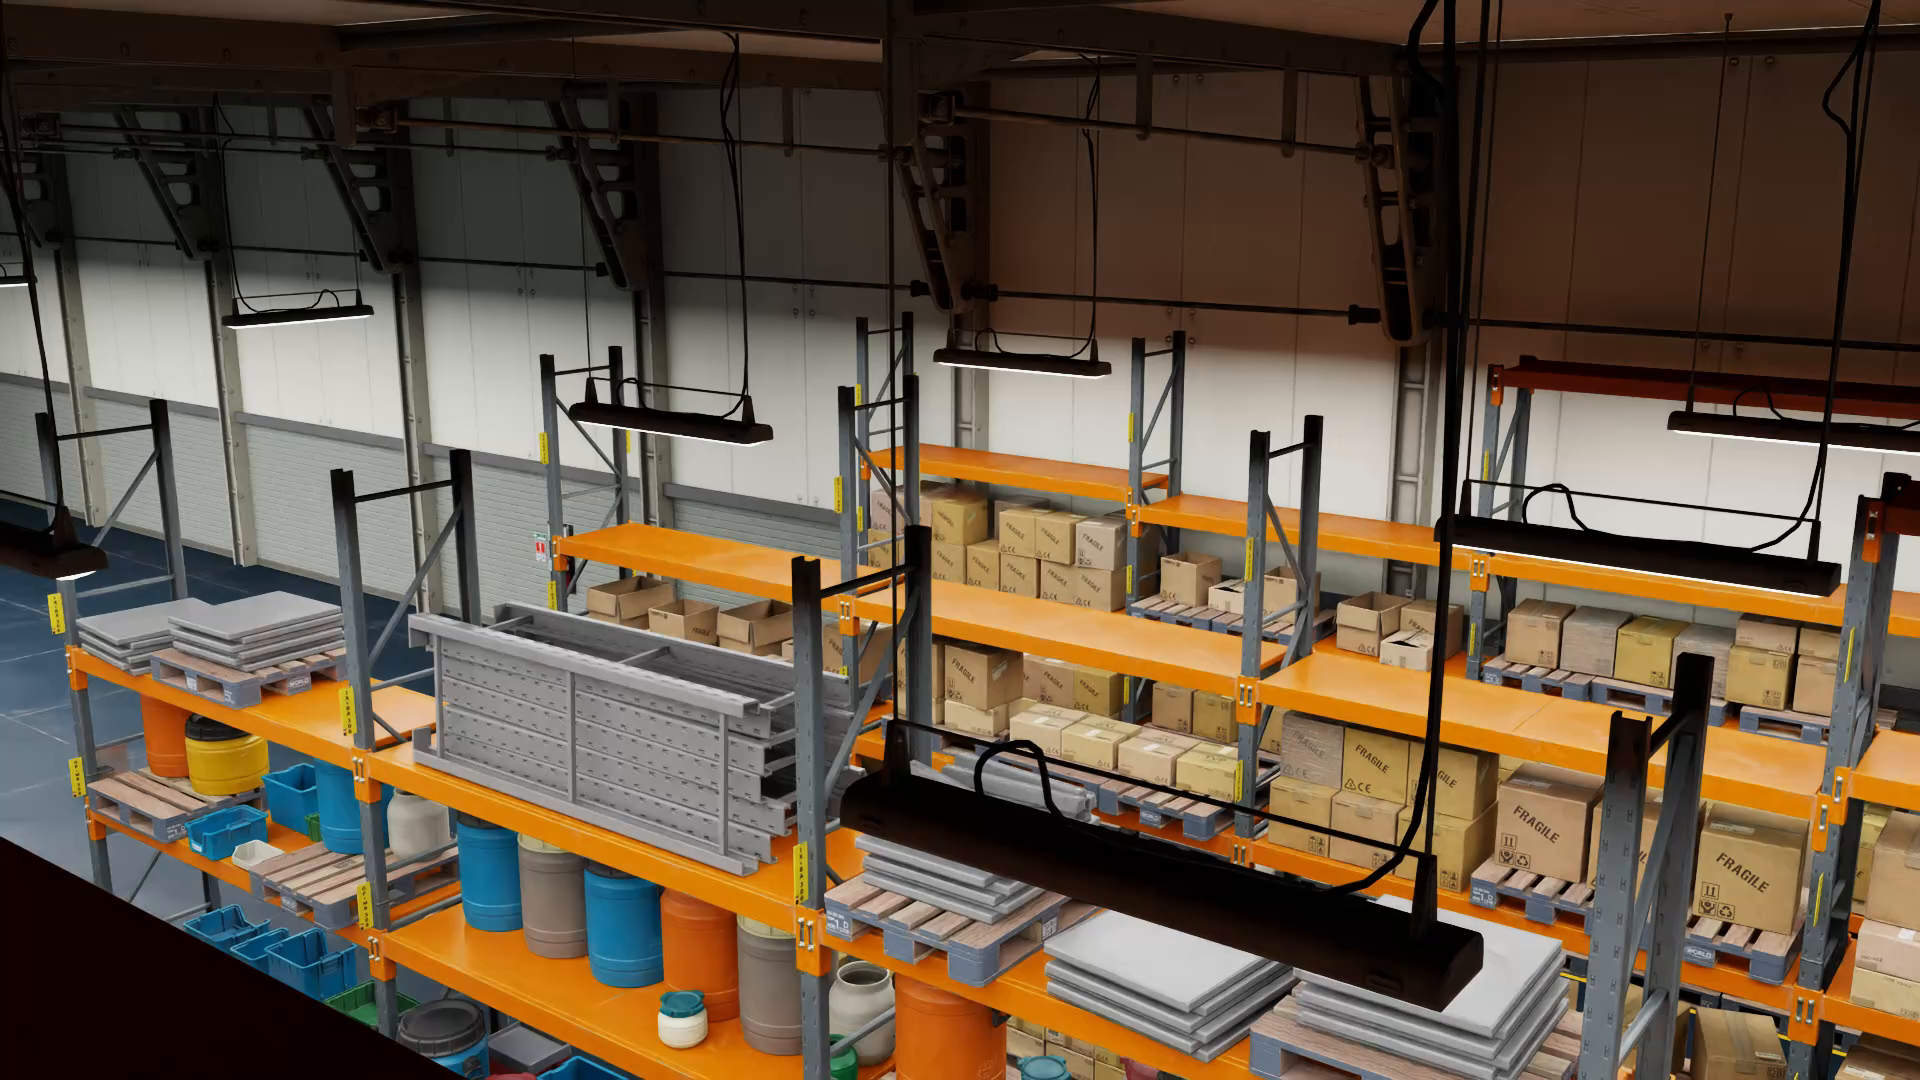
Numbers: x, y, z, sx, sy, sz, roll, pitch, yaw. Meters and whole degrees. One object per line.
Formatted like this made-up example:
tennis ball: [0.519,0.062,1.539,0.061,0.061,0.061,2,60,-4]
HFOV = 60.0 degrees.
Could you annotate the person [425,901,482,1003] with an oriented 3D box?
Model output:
person: [-4.724,3.625,16.015,0.754,1.732,0.694,3,13,12]

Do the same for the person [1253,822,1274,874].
person: [2.773,3.503,16.206,0.609,1.726,0.994,-10,16,-37]
